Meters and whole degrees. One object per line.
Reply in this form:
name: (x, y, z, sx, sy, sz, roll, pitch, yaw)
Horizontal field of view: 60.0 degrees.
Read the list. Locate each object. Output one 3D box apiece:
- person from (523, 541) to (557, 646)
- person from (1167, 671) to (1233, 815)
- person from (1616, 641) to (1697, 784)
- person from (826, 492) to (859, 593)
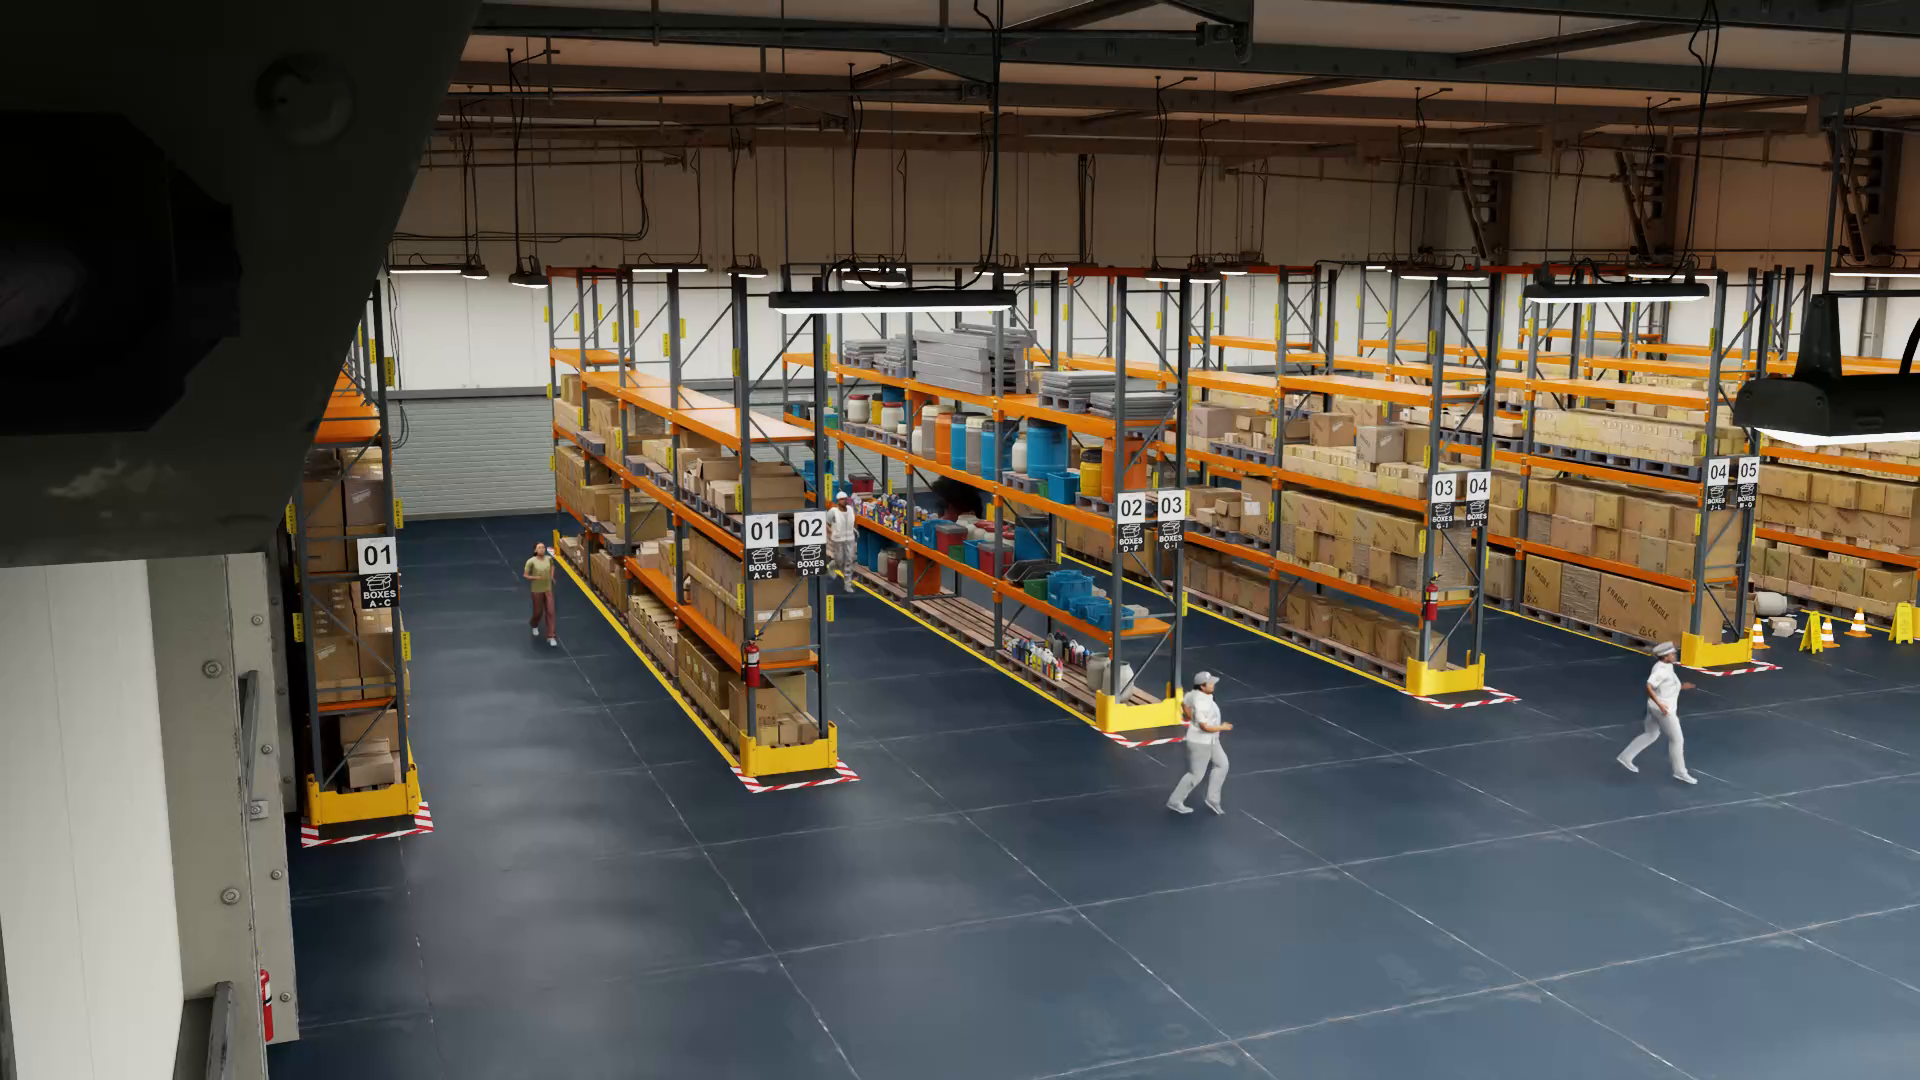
person: (-6.769, 0.831, 26.921, 0.577, 1.659, 0.955, -6, 12, -32)
person: (2.717, 2.310, 18.724, 0.695, 1.717, 0.604, 2, 10, 10)
person: (8.400, 2.053, 19.923, 0.908, 1.700, 0.566, 2, 10, 11)
person: (-2.113, 0.017, 29.800, 0.668, 1.781, 0.856, -5, 11, -28)
